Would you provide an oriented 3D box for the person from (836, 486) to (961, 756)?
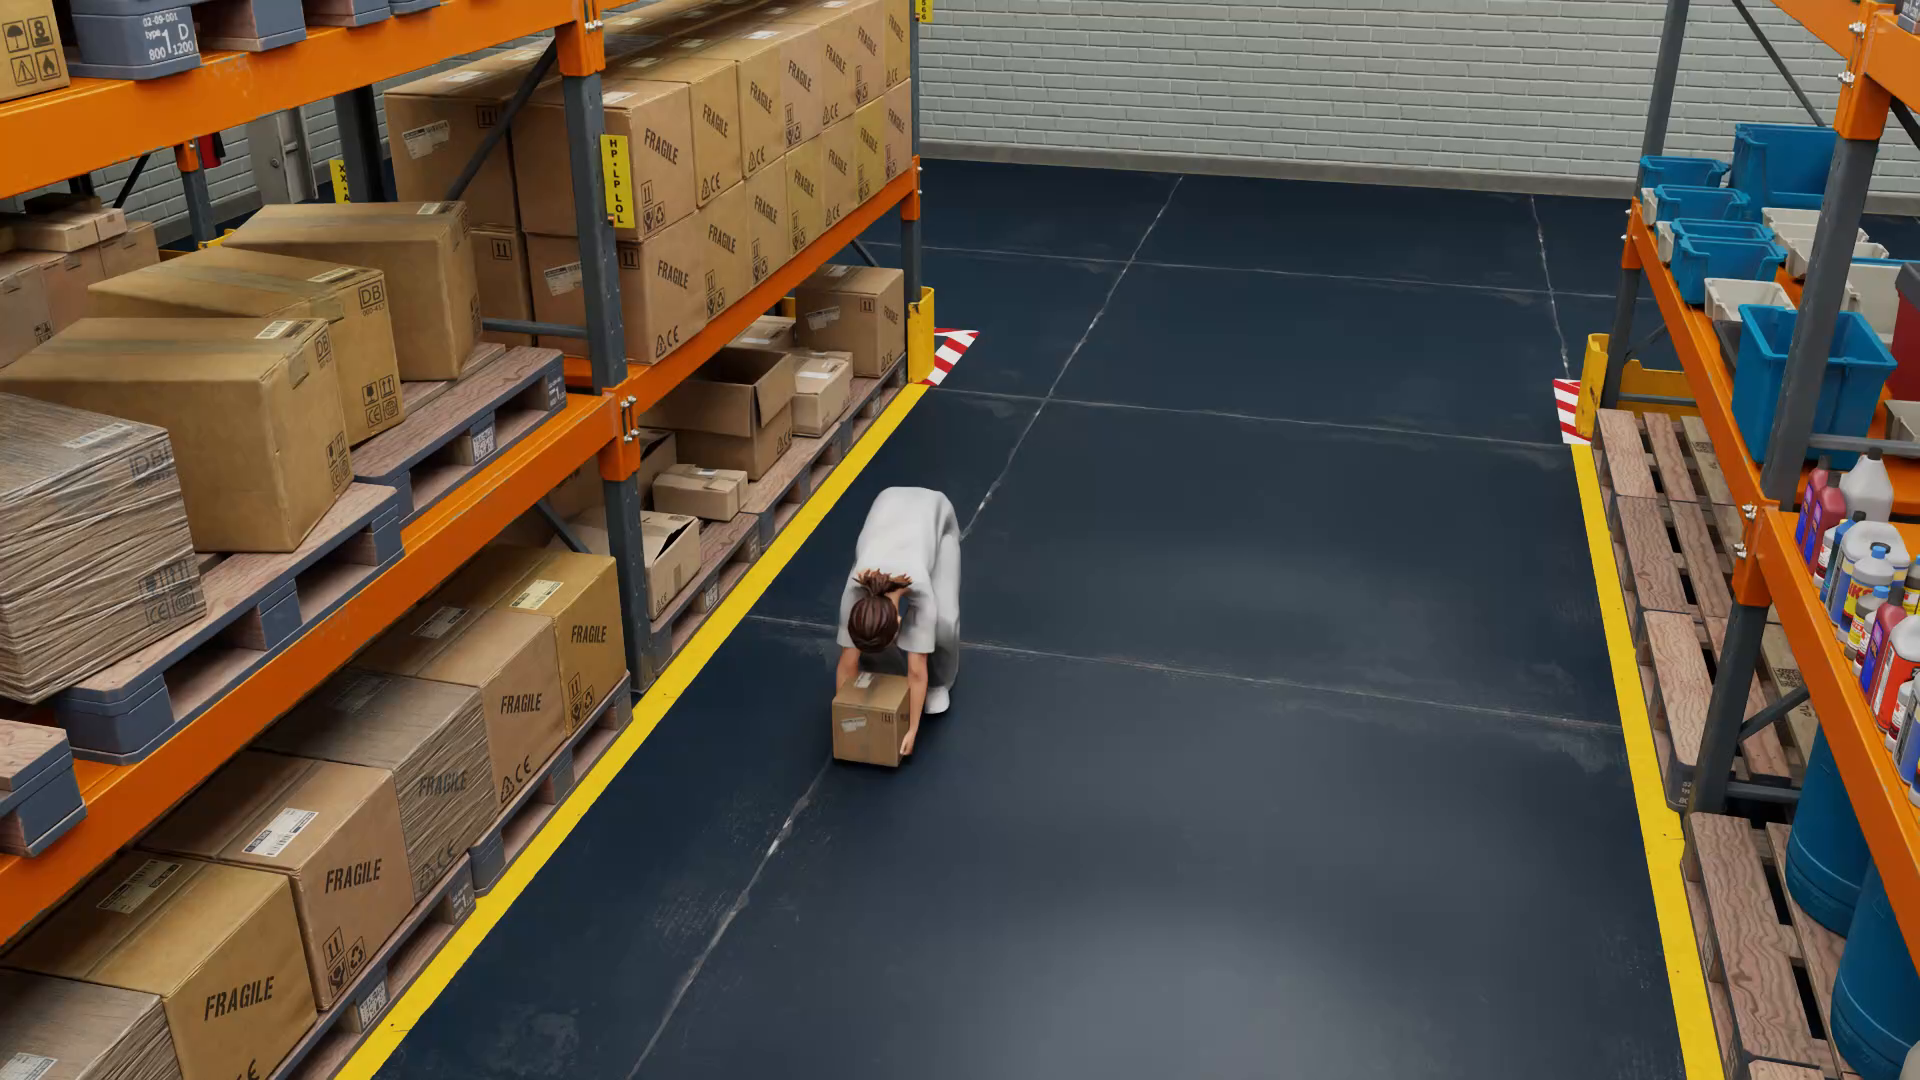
[{"bbox_3d":[-0.230,0.303,6.413,0.467,0.866,0.850,5,26,11],"label":"person"}]
